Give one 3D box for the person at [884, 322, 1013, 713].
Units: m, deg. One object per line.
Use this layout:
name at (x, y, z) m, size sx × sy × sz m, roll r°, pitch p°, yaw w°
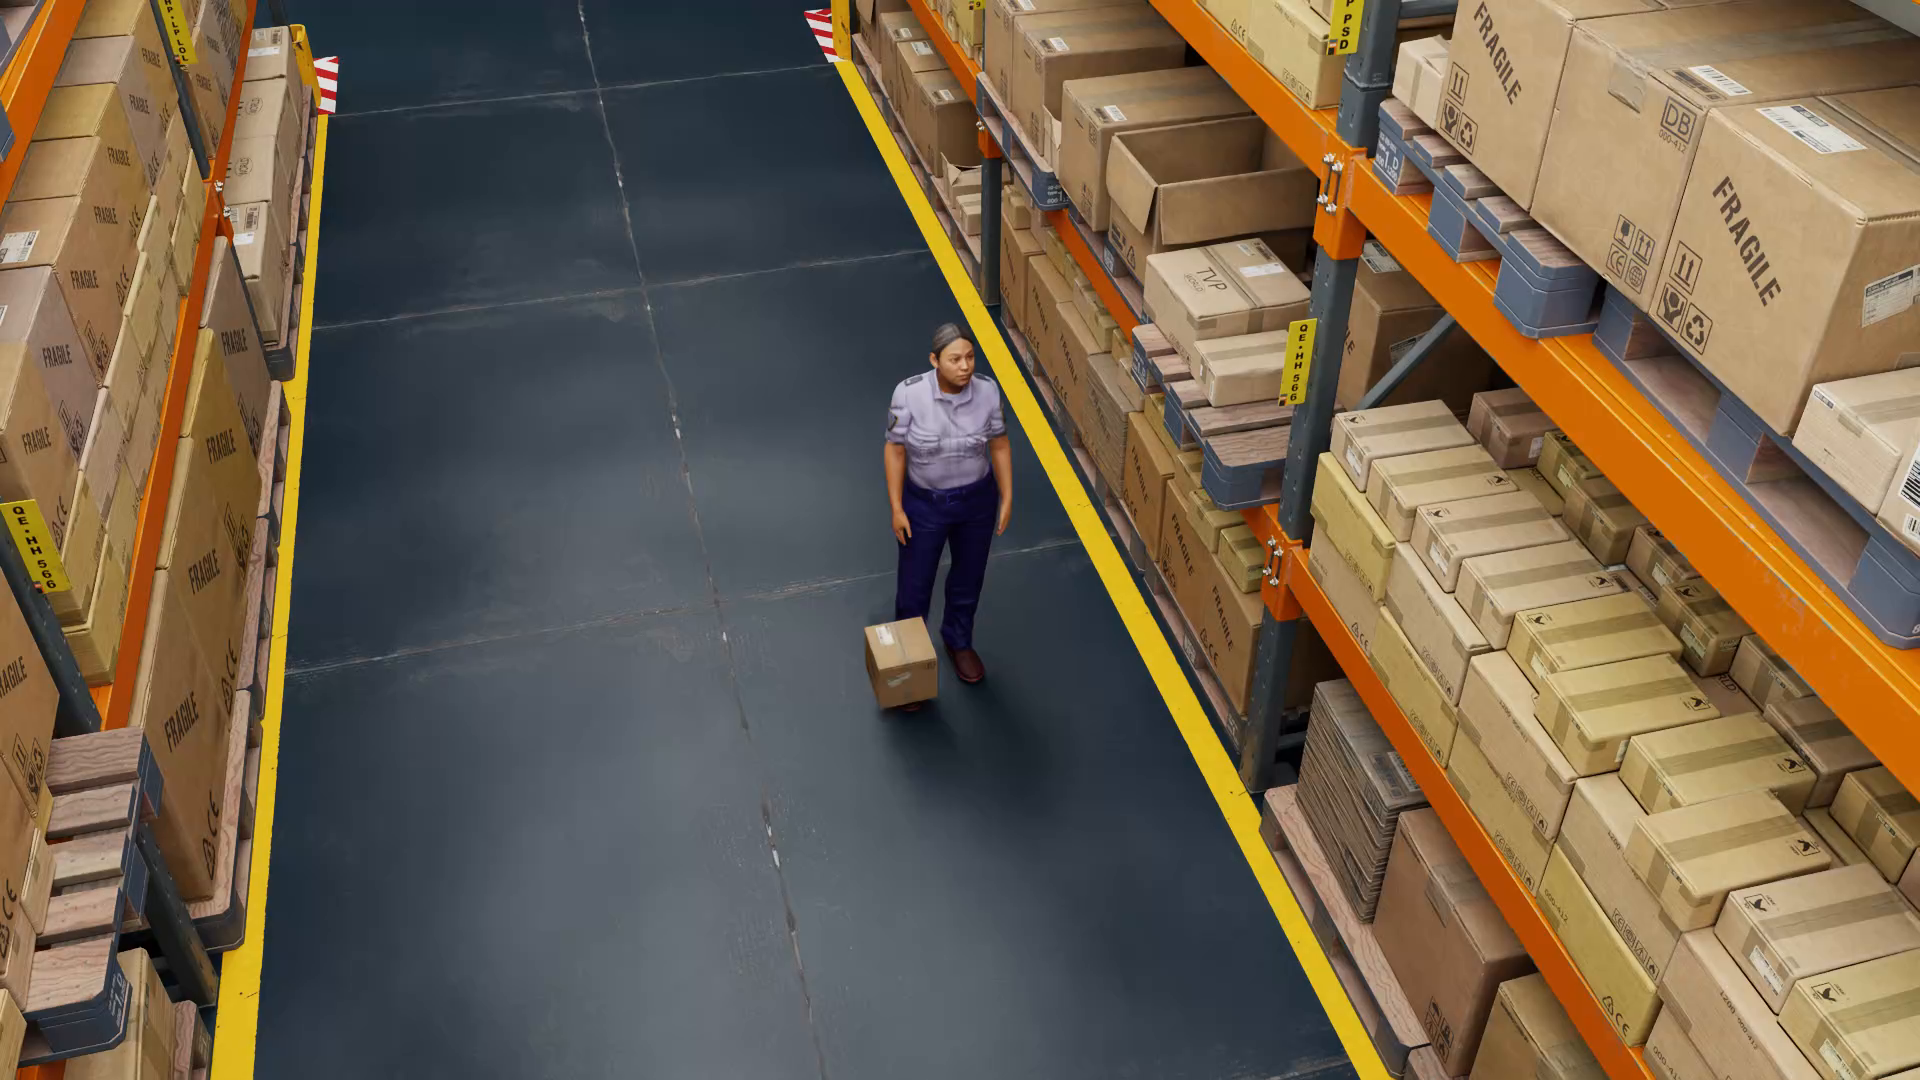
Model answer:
person at (-0.044, -0.085, 6.825) m, size 0.587 × 1.639 × 0.506 m, roll -9°, pitch 39°, yaw -12°
